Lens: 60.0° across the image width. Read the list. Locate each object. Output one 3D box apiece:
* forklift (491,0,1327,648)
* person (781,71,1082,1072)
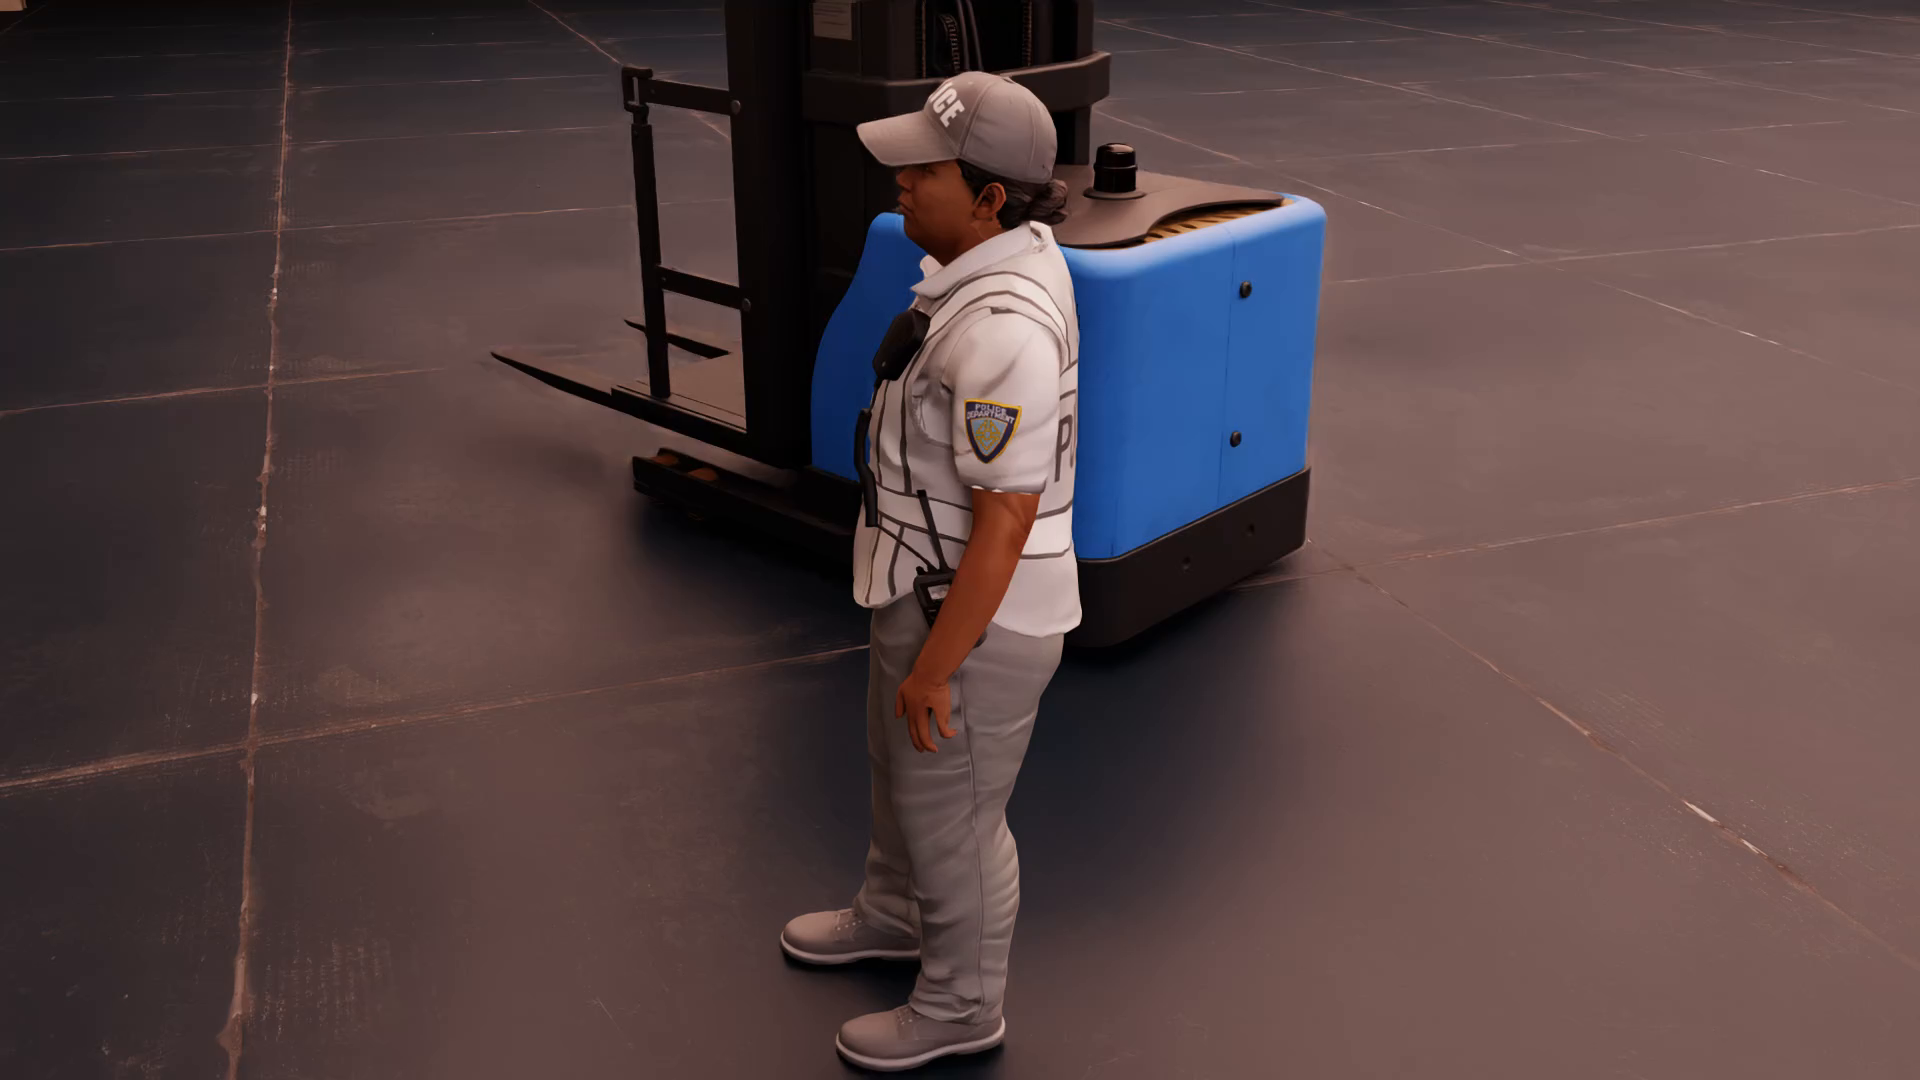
[{"bbox_3d":[-0.408,-1.541,4.962,3.031,2.935,1.130,20,30,39],"label":"forklift"},{"bbox_3d":[-0.076,0.104,2.669,0.532,1.672,0.588,0,23,0],"label":"person"}]
